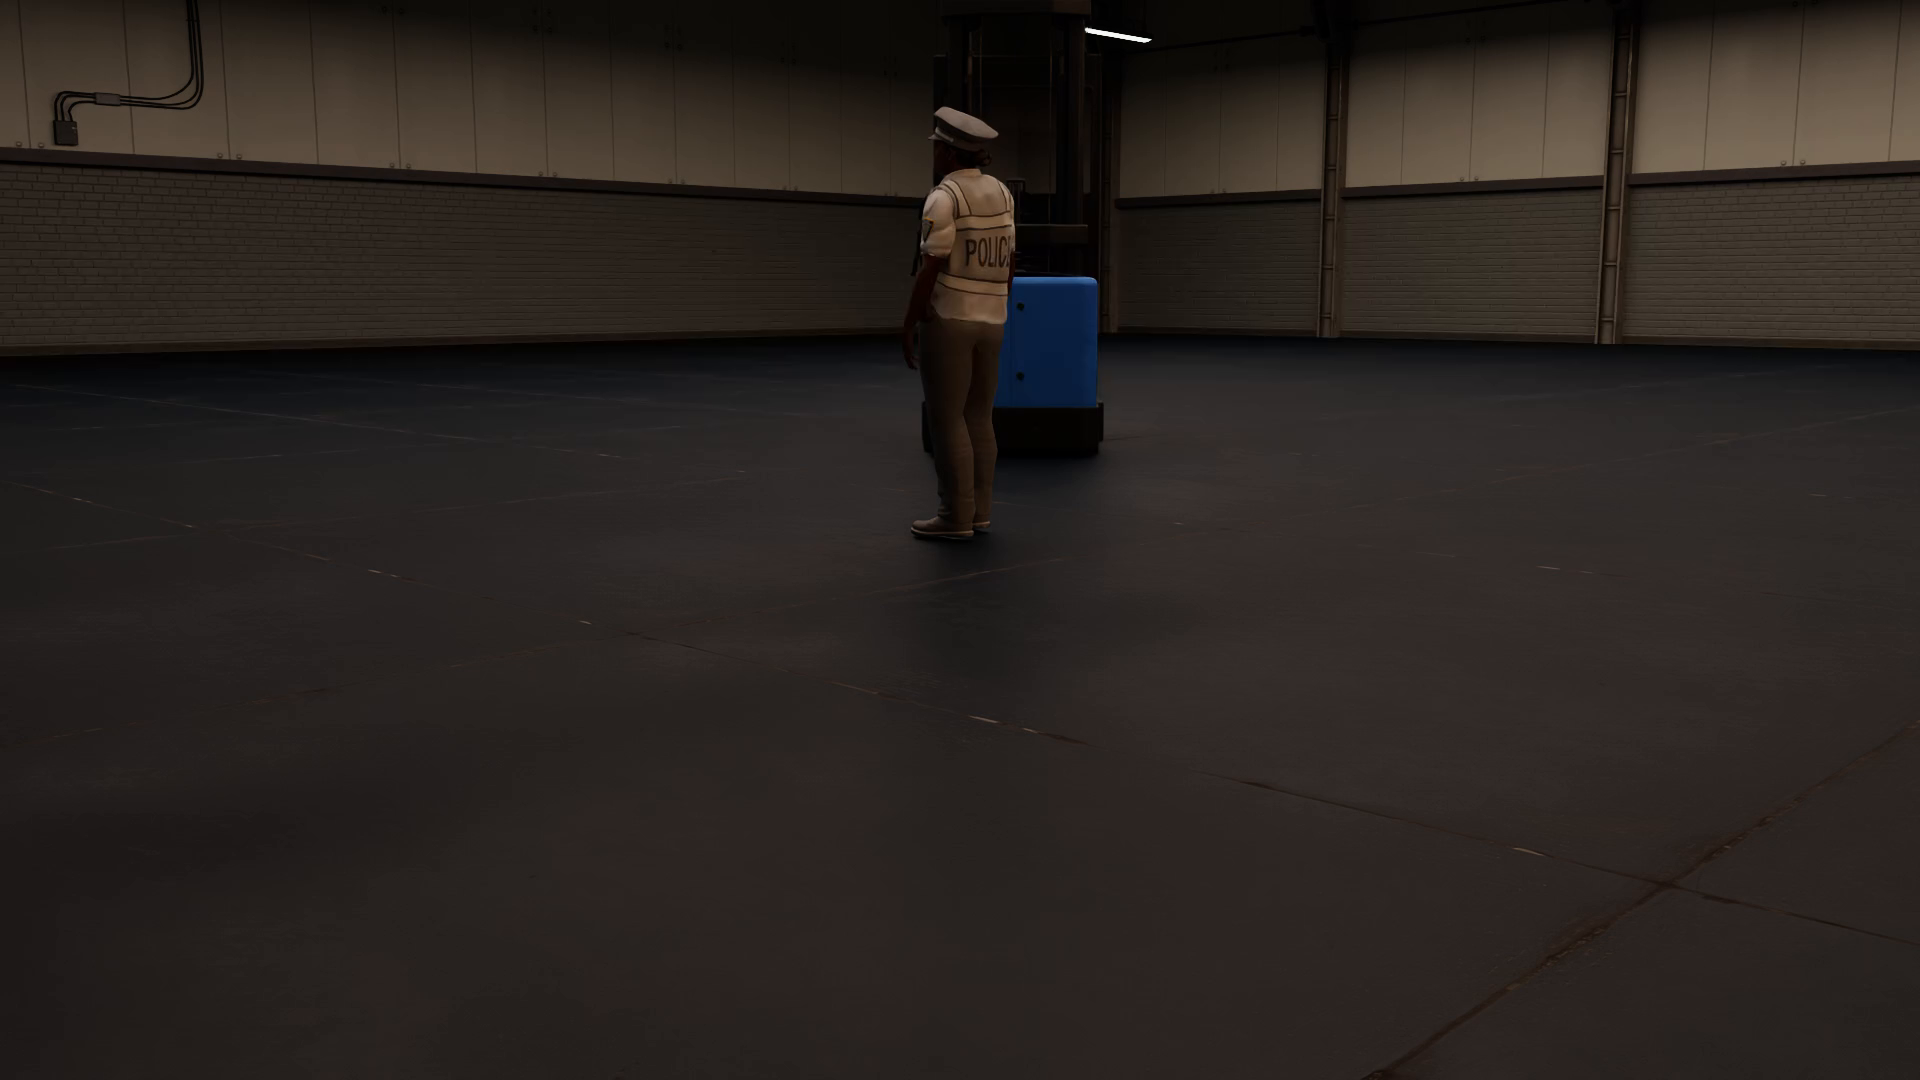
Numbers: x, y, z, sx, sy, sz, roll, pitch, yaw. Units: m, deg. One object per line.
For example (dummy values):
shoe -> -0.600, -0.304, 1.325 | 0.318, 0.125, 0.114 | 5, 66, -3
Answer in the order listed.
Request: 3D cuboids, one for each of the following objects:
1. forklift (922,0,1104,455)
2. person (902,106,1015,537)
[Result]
forklift -> 0.384, -2.149, 11.144 | 1.130, 2.935, 3.031 | 0, 9, 3
person -> -0.040, -0.855, 6.656 | 0.528, 1.695, 0.569 | 8, 12, 43
